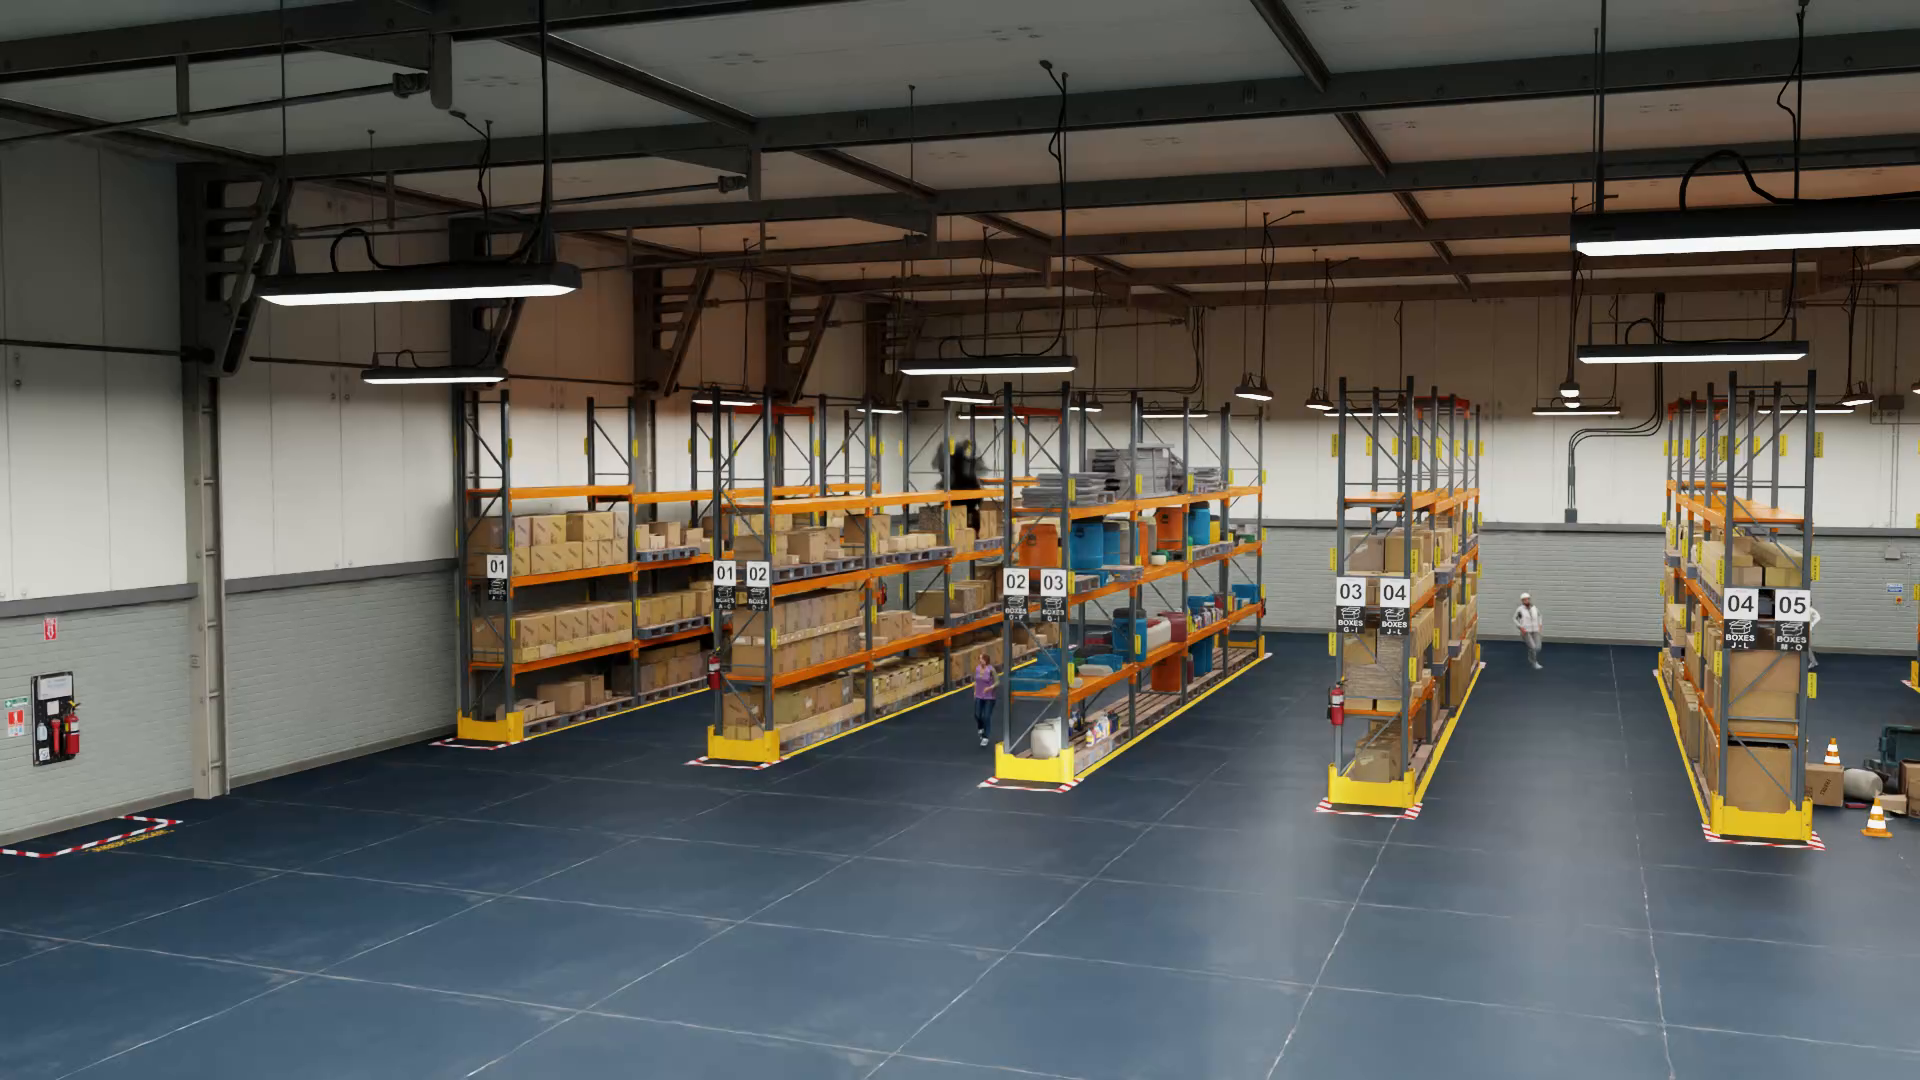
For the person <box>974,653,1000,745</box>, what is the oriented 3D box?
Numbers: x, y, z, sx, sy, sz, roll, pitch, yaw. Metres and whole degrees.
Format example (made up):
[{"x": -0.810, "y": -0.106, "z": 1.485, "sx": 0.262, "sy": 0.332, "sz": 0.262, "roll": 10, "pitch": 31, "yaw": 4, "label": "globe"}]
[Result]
[{"x": 0.412, "y": 2.680, "z": 28.050, "sx": 0.523, "sy": 1.567, "sz": 0.549, "roll": 1, "pitch": 3, "yaw": 23, "label": "person"}]

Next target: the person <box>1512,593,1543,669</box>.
[{"x": 12.930, "y": 2.060, "z": 37.893, "sx": 0.706, "sy": 1.711, "sz": 0.600, "roll": 0, "pitch": 3, "yaw": -6, "label": "person"}]

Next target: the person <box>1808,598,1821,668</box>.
[{"x": 19.017, "y": 2.092, "z": 37.490, "sx": 0.712, "sy": 1.747, "sz": 0.594, "roll": 0, "pitch": 3, "yaw": 4, "label": "person"}]
